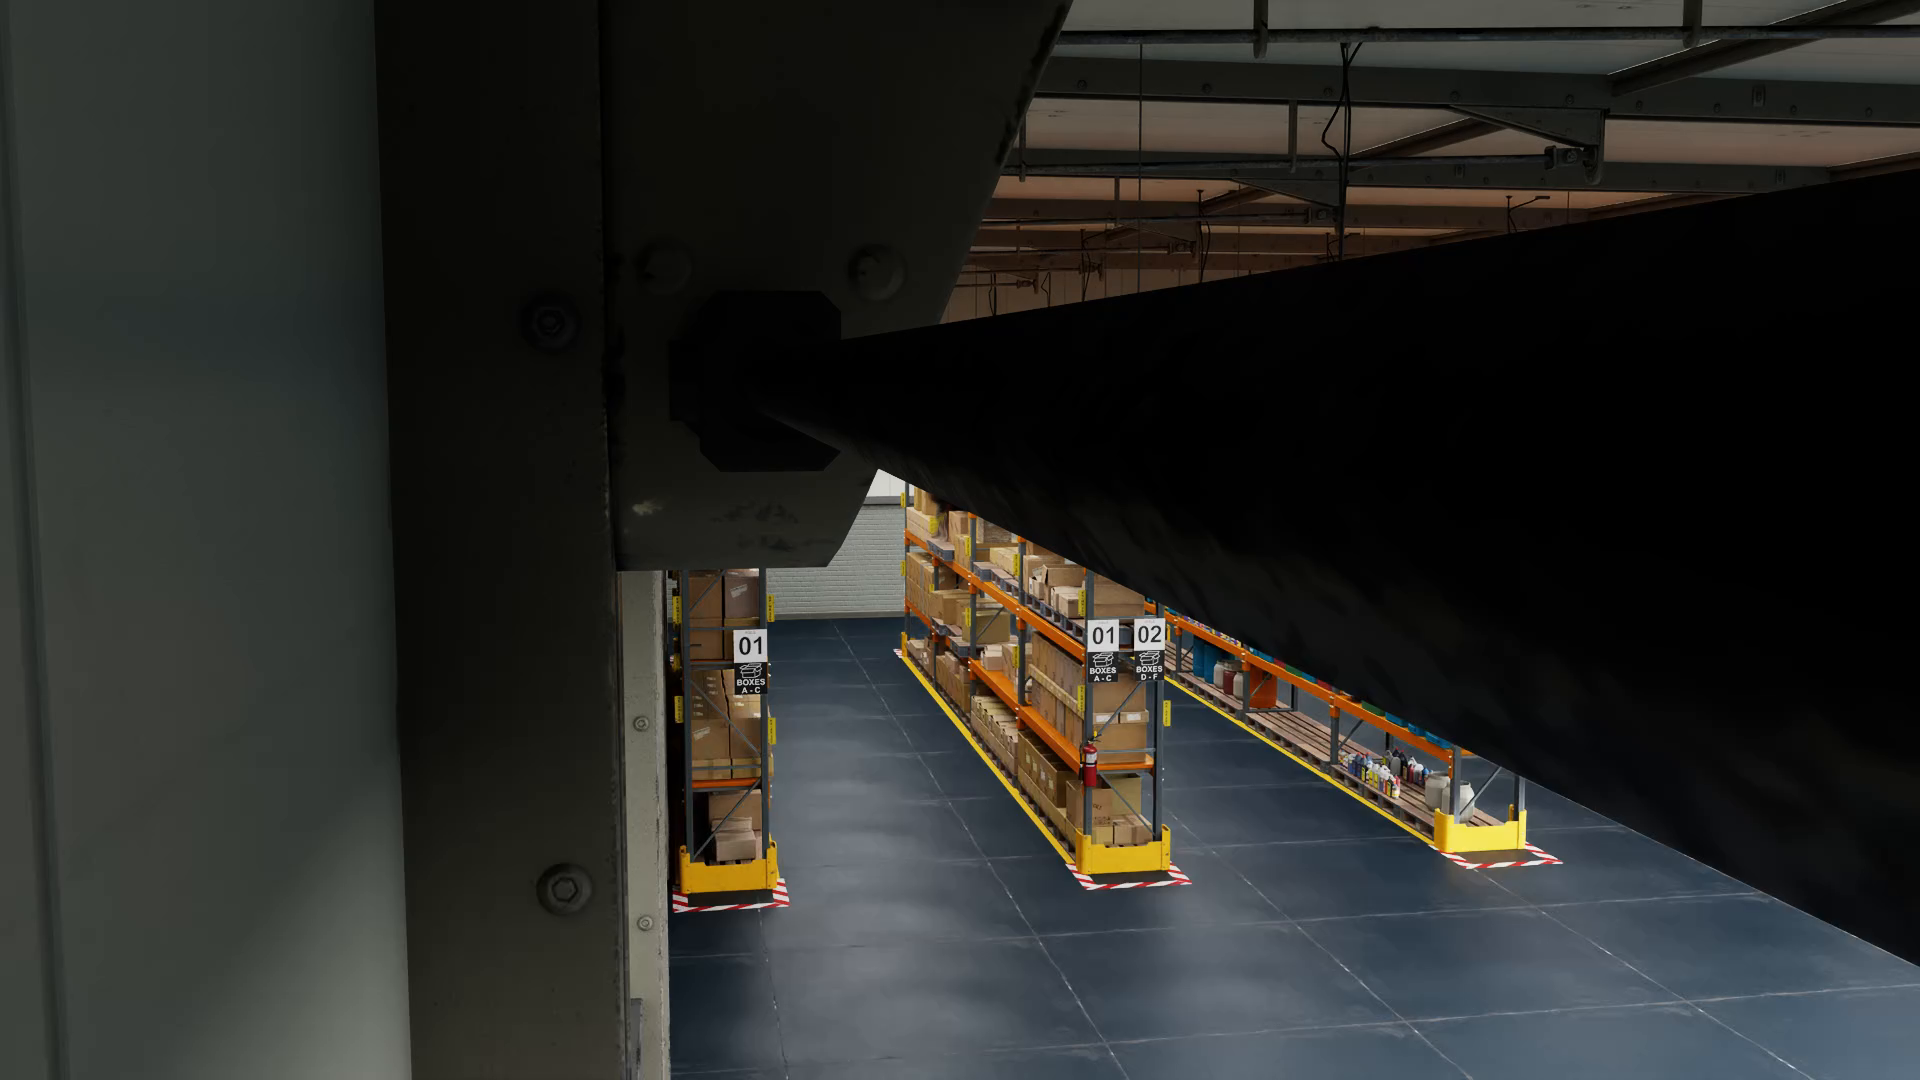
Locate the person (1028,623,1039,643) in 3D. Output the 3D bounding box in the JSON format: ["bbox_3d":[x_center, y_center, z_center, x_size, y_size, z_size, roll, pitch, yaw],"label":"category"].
[{"bbox_3d":[1.592,1.614,34.970,0.580,1.776,0.714,-2,6,-20],"label":"person"}]
